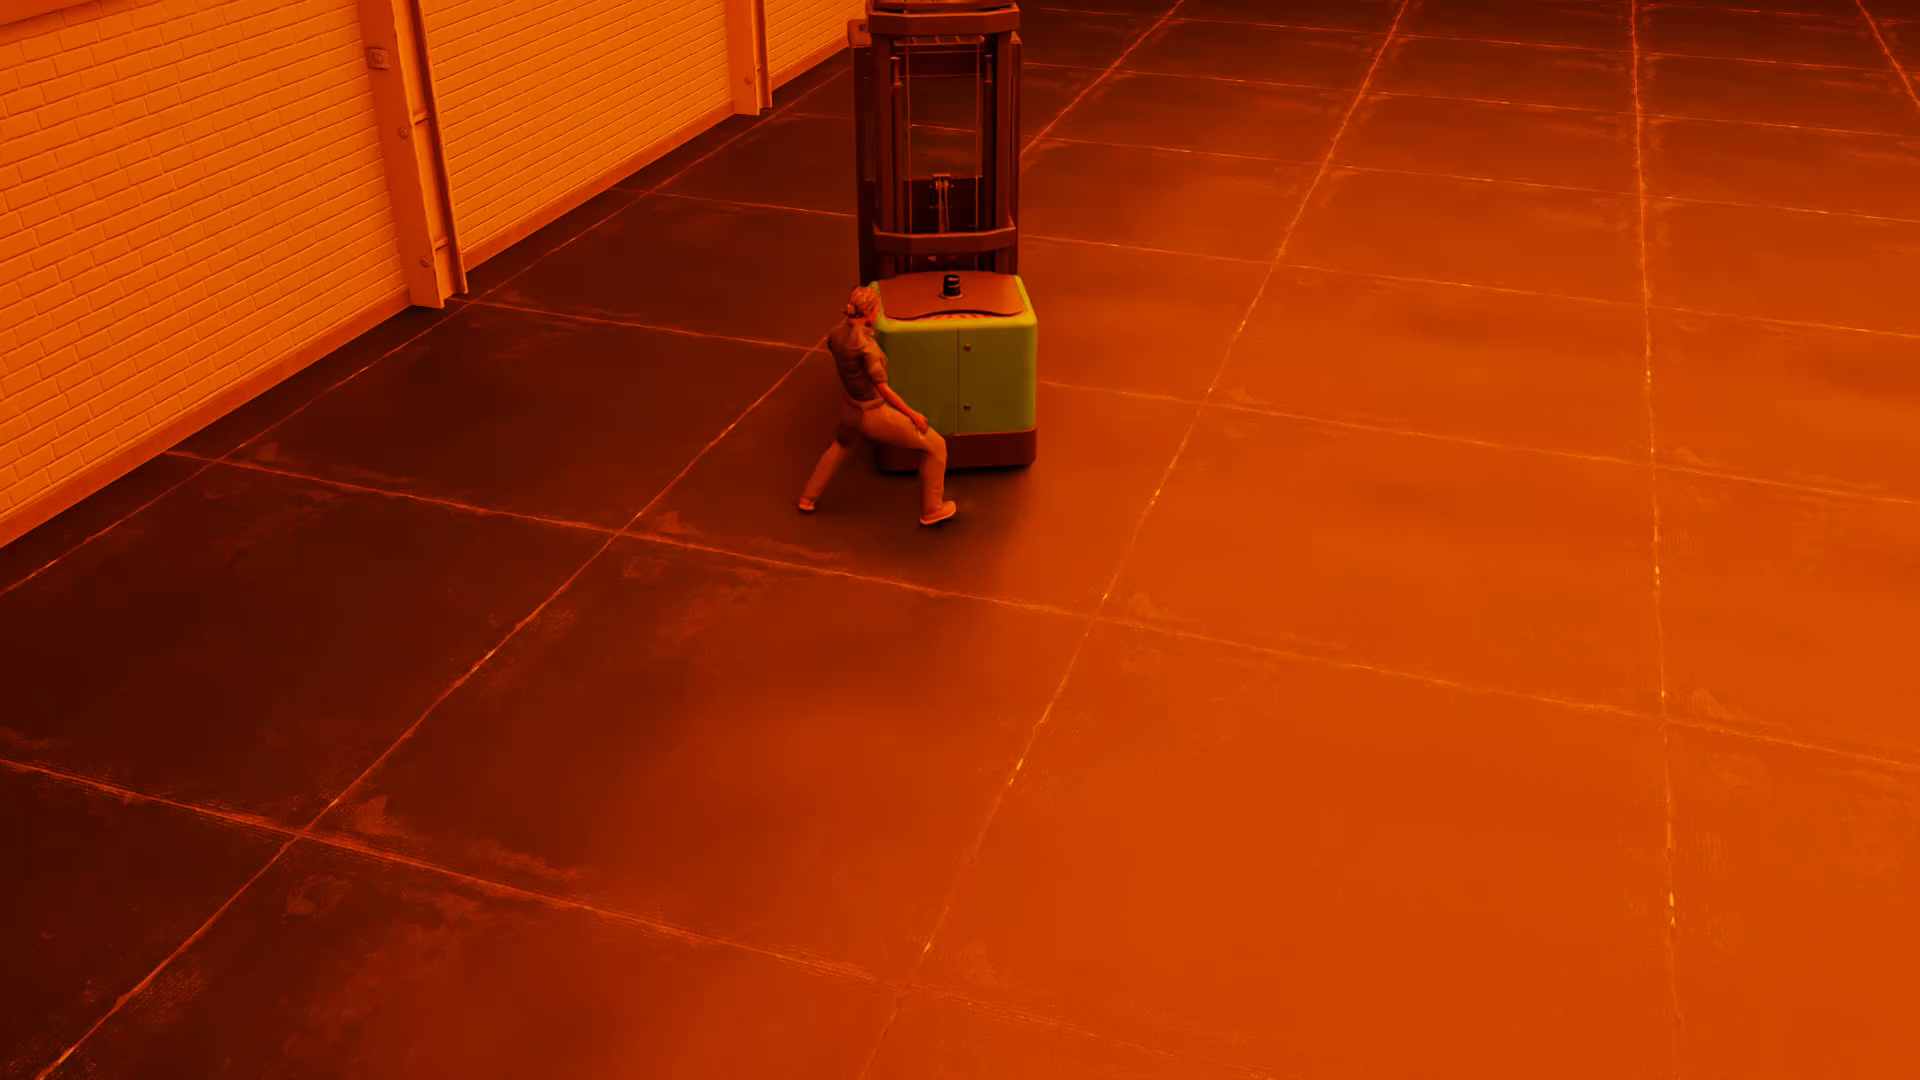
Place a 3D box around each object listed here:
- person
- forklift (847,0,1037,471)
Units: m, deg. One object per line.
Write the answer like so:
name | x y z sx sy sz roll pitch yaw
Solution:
person | -0.549 -0.821 10.070 0.778 1.530 0.906 -19 35 -29
forklift | -0.175 -2.422 11.386 1.130 2.935 3.031 -3 30 -5
